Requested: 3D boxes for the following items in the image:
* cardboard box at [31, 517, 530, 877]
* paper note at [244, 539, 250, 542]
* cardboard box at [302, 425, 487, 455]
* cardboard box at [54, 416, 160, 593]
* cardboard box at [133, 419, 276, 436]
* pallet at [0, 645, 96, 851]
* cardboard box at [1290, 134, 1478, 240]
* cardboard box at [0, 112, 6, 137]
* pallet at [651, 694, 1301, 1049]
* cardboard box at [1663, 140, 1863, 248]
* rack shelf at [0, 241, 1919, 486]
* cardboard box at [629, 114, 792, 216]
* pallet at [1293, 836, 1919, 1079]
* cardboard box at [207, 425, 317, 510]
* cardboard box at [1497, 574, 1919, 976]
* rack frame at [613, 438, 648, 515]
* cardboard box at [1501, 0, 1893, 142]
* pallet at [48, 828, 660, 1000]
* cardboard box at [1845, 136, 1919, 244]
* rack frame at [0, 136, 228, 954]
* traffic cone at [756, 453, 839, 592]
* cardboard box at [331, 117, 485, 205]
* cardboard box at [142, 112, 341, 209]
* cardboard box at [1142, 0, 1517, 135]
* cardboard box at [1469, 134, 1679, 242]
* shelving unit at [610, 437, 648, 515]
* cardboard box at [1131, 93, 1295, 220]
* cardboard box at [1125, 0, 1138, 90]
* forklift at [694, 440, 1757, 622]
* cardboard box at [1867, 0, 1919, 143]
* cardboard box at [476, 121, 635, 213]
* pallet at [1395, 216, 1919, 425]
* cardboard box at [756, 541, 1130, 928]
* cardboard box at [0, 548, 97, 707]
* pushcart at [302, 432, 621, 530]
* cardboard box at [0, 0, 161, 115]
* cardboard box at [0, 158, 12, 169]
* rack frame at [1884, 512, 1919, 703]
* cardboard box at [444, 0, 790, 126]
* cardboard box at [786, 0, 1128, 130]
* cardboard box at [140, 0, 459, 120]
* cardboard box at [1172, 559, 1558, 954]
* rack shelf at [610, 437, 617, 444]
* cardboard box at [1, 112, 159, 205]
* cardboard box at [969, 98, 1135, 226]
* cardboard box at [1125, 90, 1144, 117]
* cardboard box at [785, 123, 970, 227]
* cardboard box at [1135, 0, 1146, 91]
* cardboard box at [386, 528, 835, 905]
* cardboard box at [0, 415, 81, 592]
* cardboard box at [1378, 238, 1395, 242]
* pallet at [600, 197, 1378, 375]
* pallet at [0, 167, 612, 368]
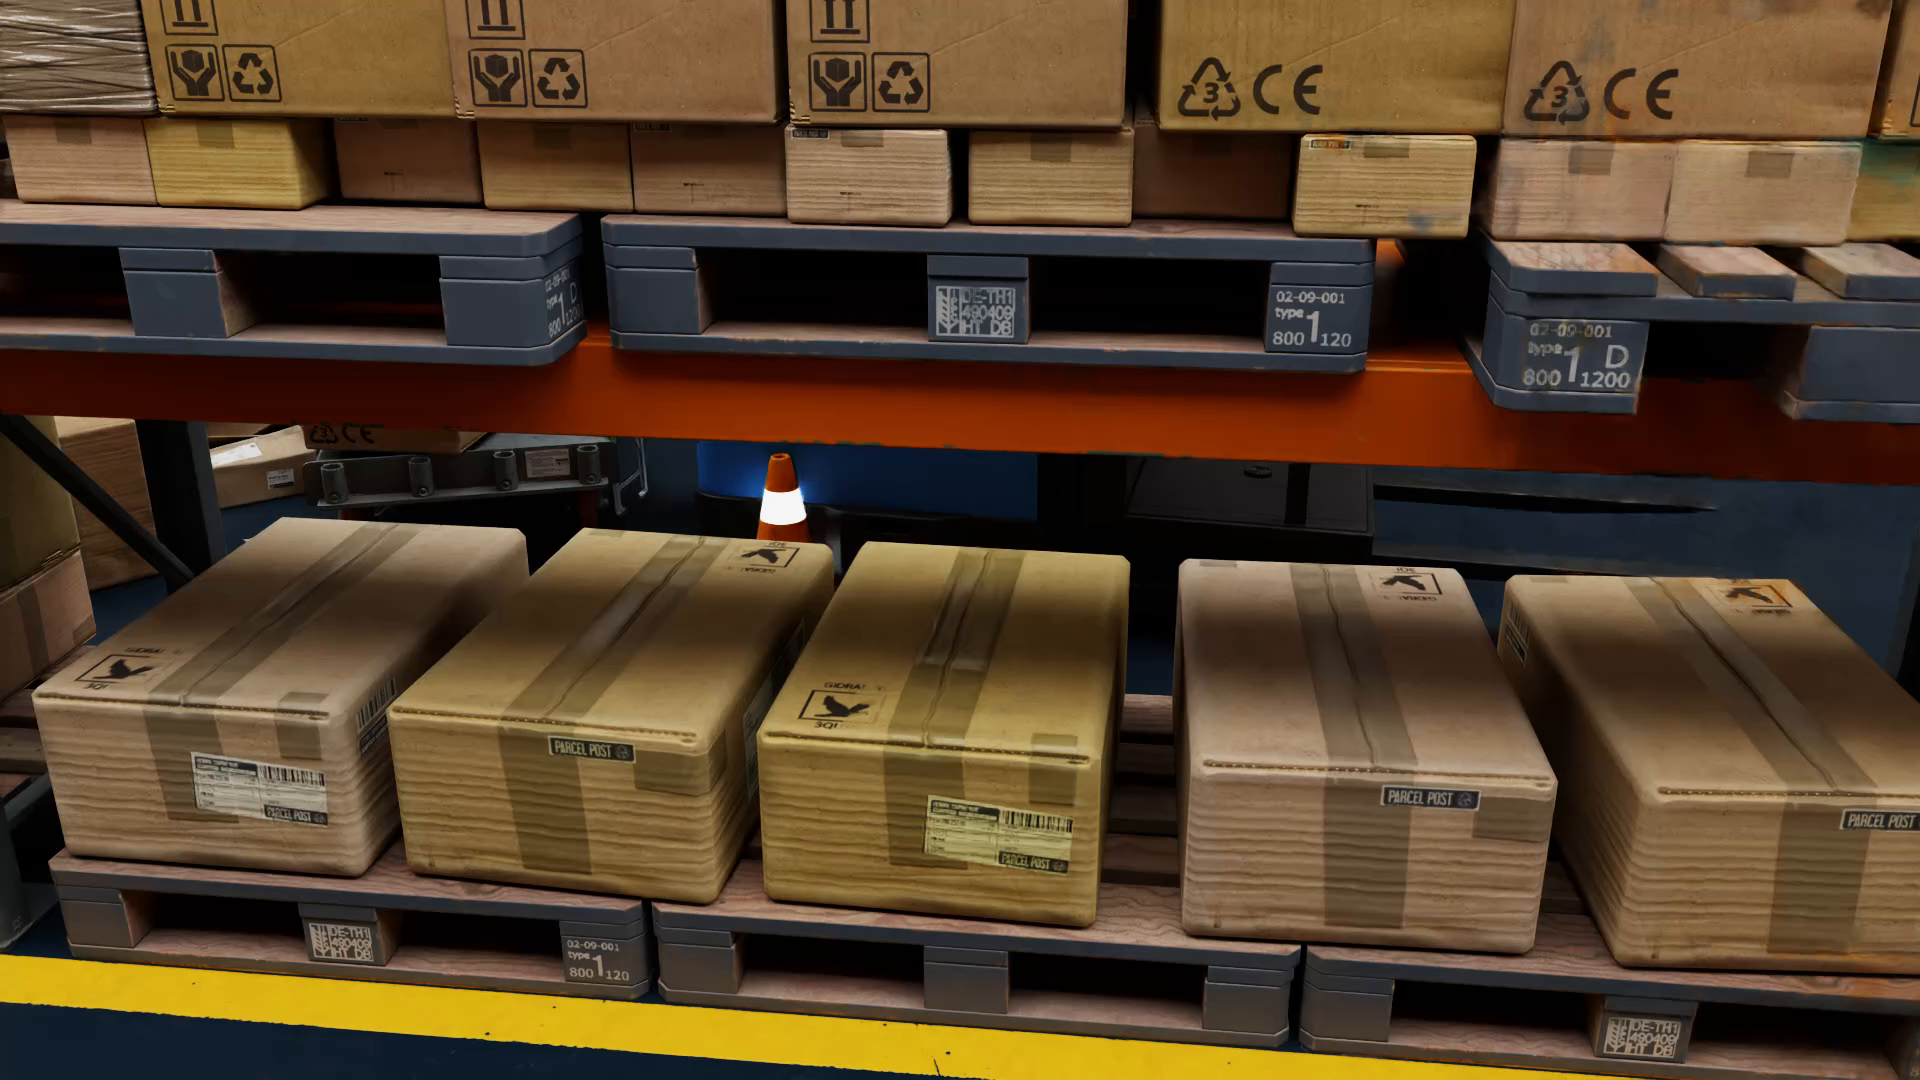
[{"bbox_3d":[-1.396,0.299,3.607,0.625,0.372,0.950,3,22,7],"label":"cardboard box"},{"bbox_3d":[-2.243,-0.015,5.435,0.142,0.019,0.148,2,22,6],"label":"paper note"},{"bbox_3d":[-1.738,-0.590,5.223,0.500,0.500,0.500,2,22,6],"label":"cardboard box"},{"bbox_3d":[-2.822,-0.131,5.089,0.500,0.500,0.500,-19,28,-40],"label":"cardboard box"},{"bbox_3d":[-2.918,-0.636,6.179,0.503,0.637,0.797,2,22,6],"label":"cardboard box"},{"bbox_3d":[-2.589,0.531,3.809,1.213,0.211,1.003,2,22,6],"label":"pallet"},{"bbox_3d":[0.647,-0.584,2.606,0.250,0.149,0.380,3,22,7],"label":"cardboard box"},{"bbox_3d":[-2.322,-1.055,3.488,0.500,0.500,0.500,2,22,6],"label":"cardboard box"},{"bbox_3d":[0.071,0.632,3.553,1.213,0.211,1.003,2,22,6],"label":"pallet"},{"bbox_3d":[1.171,-0.563,2.554,0.250,0.149,0.380,2,22,6],"label":"cardboard box"},{"bbox_3d":[0.069,-0.328,3.169,4.000,0.370,1.077,2,22,6],"label":"rack shelf"},{"bbox_3d":[-0.373,-0.653,2.781,0.250,0.149,0.380,3,22,7],"label":"cardboard box"},{"bbox_3d":[1.279,0.686,3.418,1.213,0.211,1.003,2,22,6],"label":"pallet"},{"bbox_3d":[-2.474,-0.297,5.830,0.396,0.266,0.258,-14,25,-31],"label":"cardboard box"},{"bbox_3d":[1.495,0.422,3.295,0.625,0.372,0.950,1,22,3],"label":"cardboard box"},{"bbox_3d":[-1.150,-0.687,5.531,0.015,1.200,0.240,4,22,13],"label":"rack frame"},{"bbox_3d":[1.056,-0.893,2.507,0.500,0.500,0.500,2,22,5],"label":"cardboard box"},{"bbox_3d":[-1.144,0.580,3.685,1.213,0.211,1.003,2,22,6],"label":"pallet"},{"bbox_3d":[1.427,-0.568,2.568,0.250,0.149,0.380,3,22,7],"label":"cardboard box"},{"bbox_3d":[-1.918,-0.750,3.256,0.127,3.000,1.000,2,22,6],"label":"rack frame"},{"bbox_3d":[-0.521,-0.027,4.879,0.334,0.463,0.336,2,22,6],"label":"traffic cone"},{"bbox_3d":[-0.869,-0.690,2.877,0.250,0.149,0.380,4,22,10],"label":"cardboard box"},{"bbox_3d":[-1.159,-0.675,2.837,0.250,0.149,0.380,3,22,7],"label":"cardboard box"},{"bbox_3d":[0.554,-0.915,2.561,0.500,0.500,0.500,1,22,3],"label":"cardboard box"},{"bbox_3d":[0.922,-0.577,2.589,0.250,0.149,0.380,1,22,4],"label":"cardboard box"},{"bbox_3d":[-0.912,-0.672,5.476,0.503,1.200,0.258,4,22,13],"label":"shelving unit"},{"bbox_3d":[0.412,-0.640,2.750,0.250,0.149,0.380,3,22,7],"label":"cardboard box"},{"bbox_3d":[0.093,-1.126,3.095,0.500,0.500,0.500,2,22,4],"label":"cardboard box"},{"bbox_3d":[0.773,-1.274,4.676,3.031,2.935,1.130,5,22,12],"label":"forklift"},{"bbox_3d":[1.570,-0.875,2.461,0.500,0.500,0.500,2,22,5],"label":"cardboard box"},{"bbox_3d":[-0.618,-0.664,2.810,0.250,0.149,0.380,3,22,7],"label":"cardboard box"},{"bbox_3d":[1.334,-0.479,2.833,1.003,0.211,1.213,2,22,6],"label":"pallet"},{"bbox_3d":[0.009,0.358,3.457,0.625,0.372,0.950,3,22,8],"label":"cardboard box"},{"bbox_3d":[-2.472,0.210,3.998,0.500,0.250,0.500,2,22,4],"label":"cardboard box"},{"bbox_3d":[-1.699,-0.365,5.849,0.936,0.377,1.648,-5,22,-12],"label":"pushcart"},{"bbox_3d":[-1.486,-1.005,2.789,0.500,0.500,0.500,3,22,8],"label":"cardboard box"},{"bbox_3d":[-2.193,-0.763,3.633,0.250,0.149,0.380,2,22,6],"label":"cardboard box"},{"bbox_3d":[2.055,-0.576,2.818,0.127,3.000,1.000,2,22,6],"label":"rack frame"},{"bbox_3d":[-0.499,-0.957,2.668,0.500,0.500,0.500,2,22,6],"label":"cardboard box"},{"bbox_3d":[0.012,-0.939,2.622,0.500,0.500,0.500,2,22,4],"label":"cardboard box"},{"bbox_3d":[-0.988,-0.983,2.735,0.500,0.500,0.500,3,22,6],"label":"cardboard box"},{"bbox_3d":[0.761,0.393,3.368,0.625,0.372,0.950,2,22,5],"label":"cardboard box"},{"bbox_3d":[-0.904,-0.390,5.589,0.480,0.148,0.258,4,22,13],"label":"rack shelf"},{"bbox_3d":[-1.406,-0.689,2.873,0.250,0.149,0.380,3,22,7],"label":"cardboard box"},{"bbox_3d":[0.153,-0.621,2.702,0.250,0.149,0.380,2,22,5],"label":"cardboard box"},{"bbox_3d":[0.406,-0.789,3.127,0.250,0.149,0.380,3,22,8],"label":"cardboard box"},{"bbox_3d":[-0.115,-0.622,2.704,0.250,0.149,0.380,3,22,8],"label":"cardboard box"},{"bbox_3d":[0.589,-1.101,3.033,0.500,0.500,0.500,3,22,7],"label":"cardboard box"},{"bbox_3d":[-0.682,0.329,3.531,0.625,0.372,0.950,4,22,10],"label":"cardboard box"},{"bbox_3d":[-2.472,-0.139,3.860,0.500,0.500,0.500,4,22,9],"label":"cardboard box"},{"bbox_3d":[1.943,-1.596,7.887,0.750,0.750,1.050,2,22,6],"label":"cardboard box"},{"bbox_3d":[0.084,-0.558,3.032,1.213,0.211,1.003,2,22,6],"label":"pallet"},{"bbox_3d":[-1.176,-0.574,3.073,1.213,0.211,1.003,2,22,6],"label":"pallet"}]
